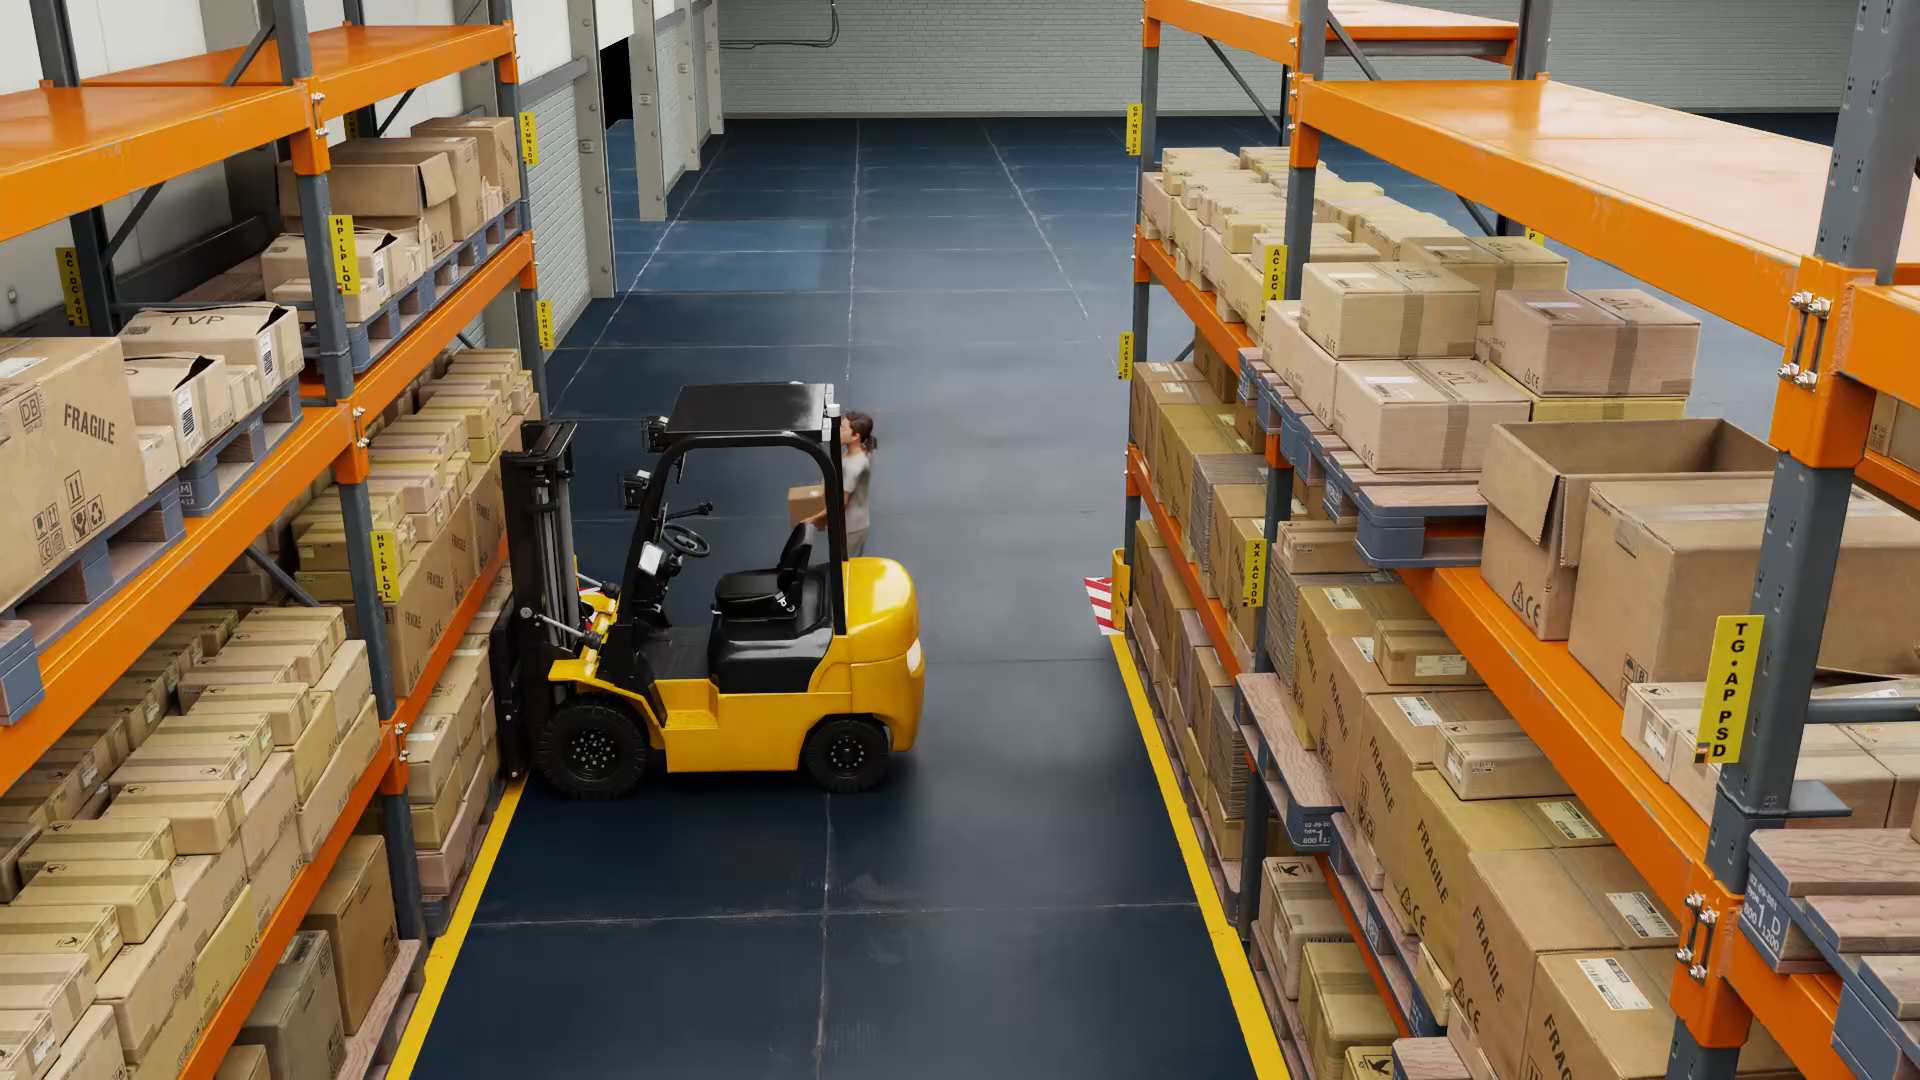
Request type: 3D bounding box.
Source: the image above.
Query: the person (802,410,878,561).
[{"bbox_3d":[-0.810,-0.105,11.261,0.544,1.600,0.445,-1,21,-3],"label":"person"}]
